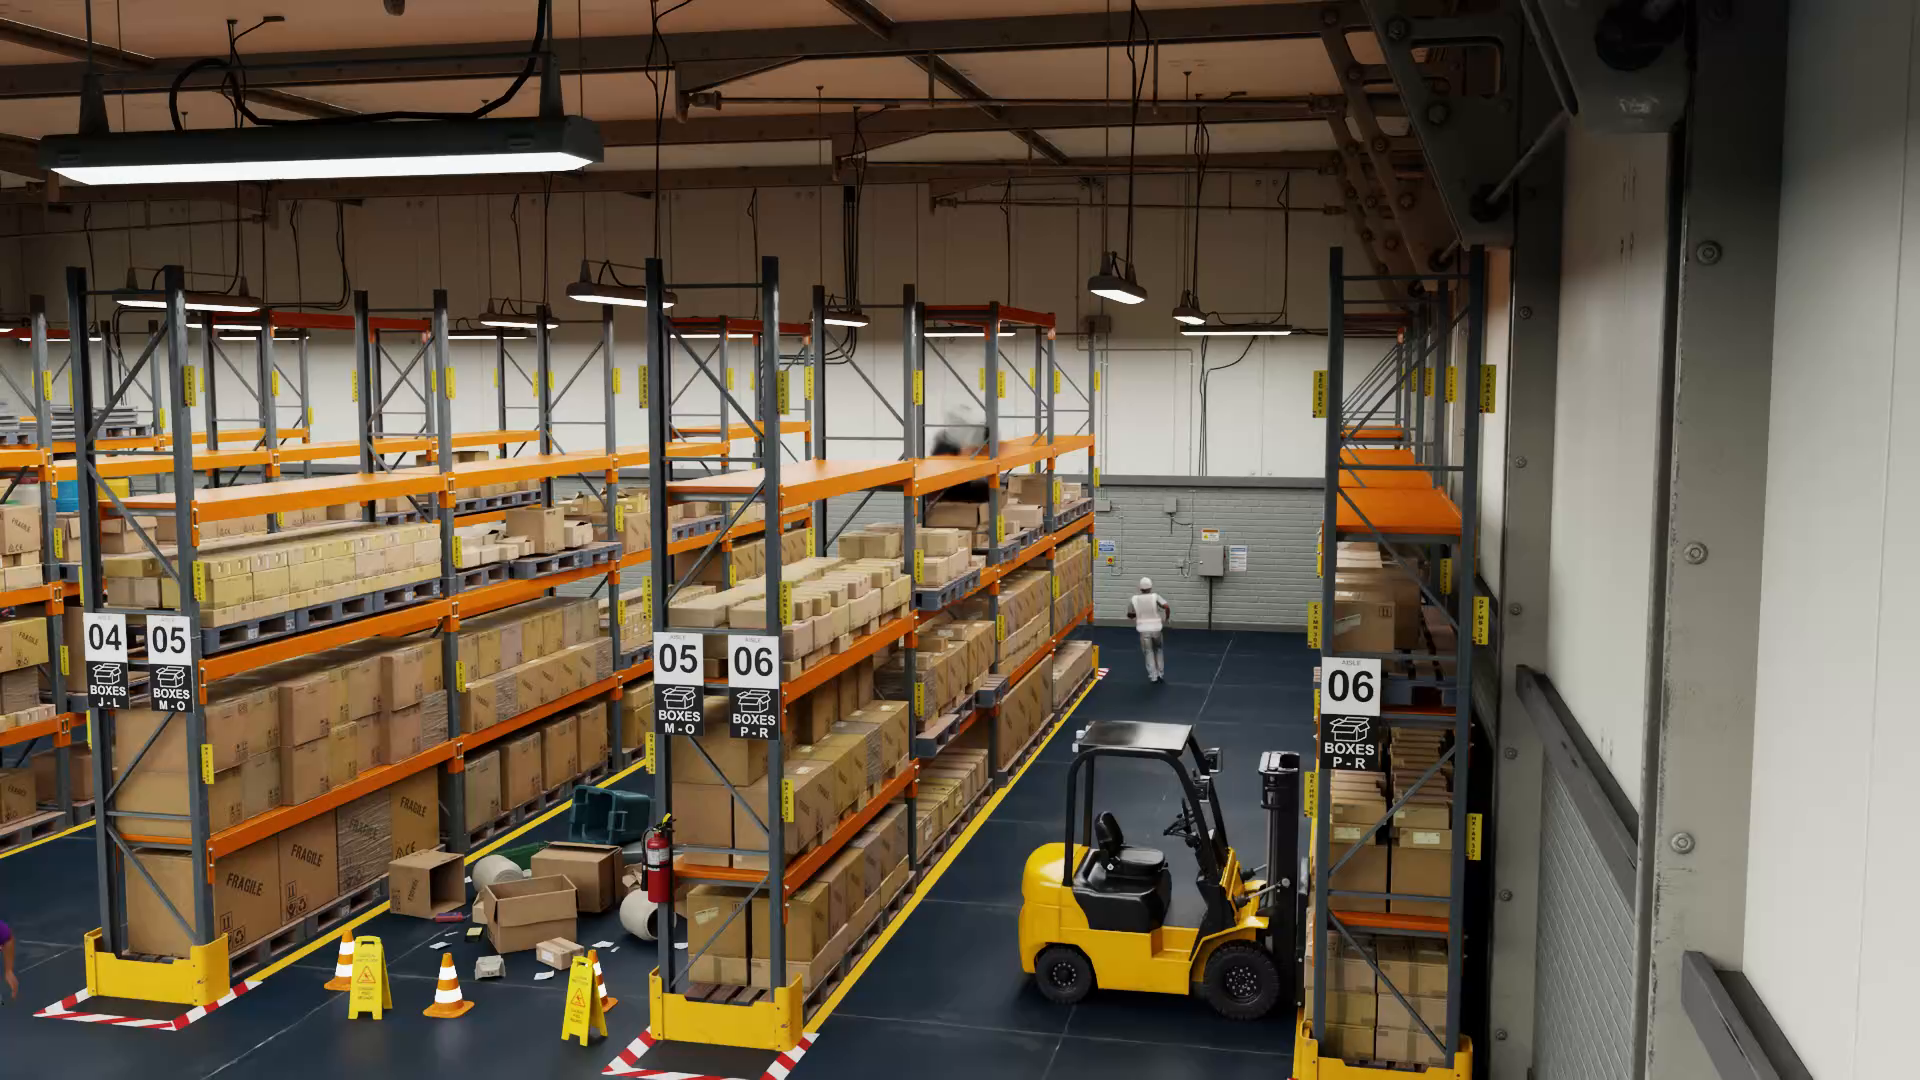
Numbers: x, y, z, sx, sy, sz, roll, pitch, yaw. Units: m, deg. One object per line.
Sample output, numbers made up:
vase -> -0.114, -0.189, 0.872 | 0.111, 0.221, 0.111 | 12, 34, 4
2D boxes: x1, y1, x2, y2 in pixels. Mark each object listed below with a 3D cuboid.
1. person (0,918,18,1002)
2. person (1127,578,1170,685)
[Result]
person -> -6.668, 3.135, 11.099 | 0.695, 1.761, 0.979 | -4, 7, -34
person -> 3.098, 1.517, 27.388 | 0.705, 1.806, 0.900 | 0, 6, 2
